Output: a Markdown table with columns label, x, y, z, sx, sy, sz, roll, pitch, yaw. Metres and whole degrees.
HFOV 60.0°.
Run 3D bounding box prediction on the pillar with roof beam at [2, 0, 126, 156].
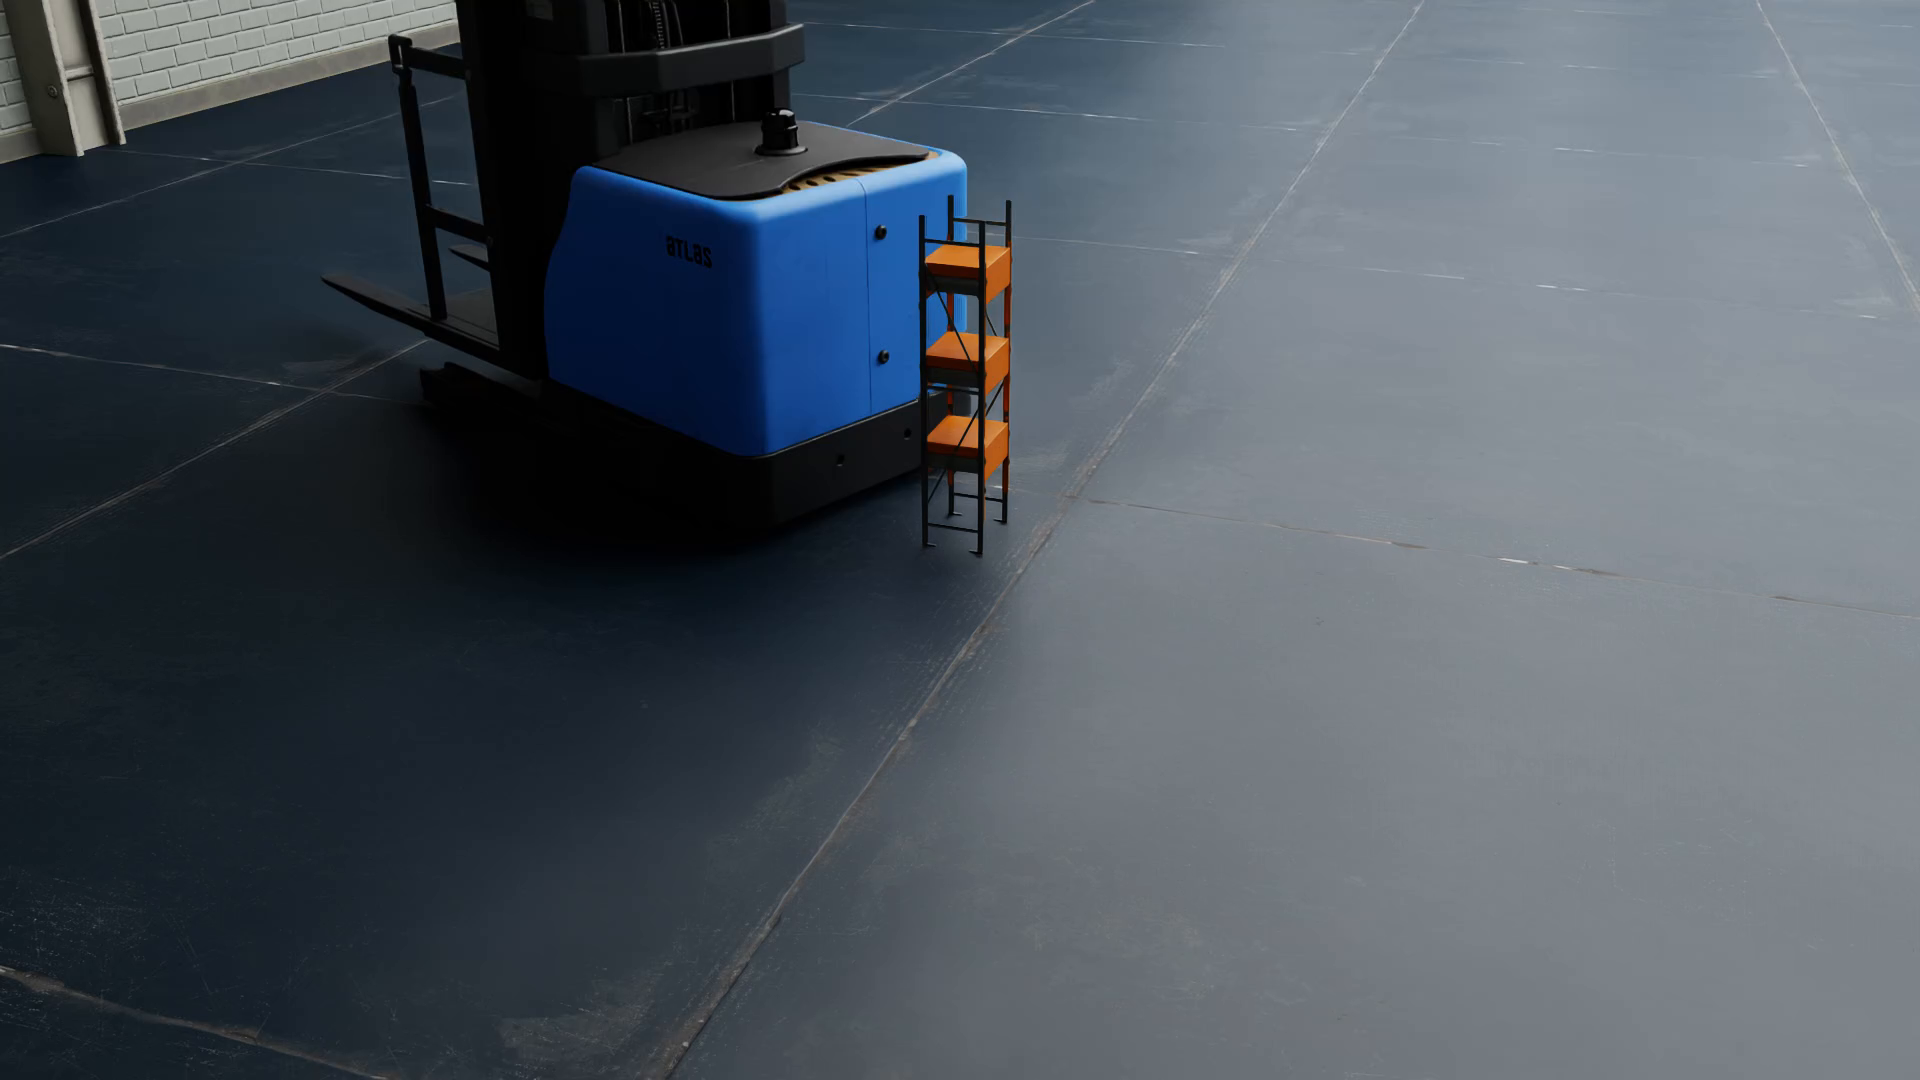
| label | x | y | z | sx | sy | sz | roll | pitch | yaw |
| --- | --- | --- | --- | --- | --- | --- | --- | --- | --- |
| pillar with roof beam | -1.341 | -5.842 | 6.990 | 9.100 | 9.000 | 0.400 | 9 | 27 | 17 |

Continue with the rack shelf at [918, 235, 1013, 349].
| label | x | y | z | sx | sy | sz | roll | pitch | yaw |
| --- | --- | --- | --- | --- | --- | --- | --- | --- | --- |
| rack shelf | 0.018 | -0.740 | 4.948 | 0.215 | 0.259 | 0.240 | 9 | 27 | 17 |

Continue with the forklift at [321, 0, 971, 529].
| label | x | y | z | sx | sy | sz | roll | pitch | yaw |
| --- | --- | --- | --- | --- | --- | --- | --- | --- | --- |
| forklift | -1.378 | -1.887 | 5.785 | 3.031 | 2.935 | 1.130 | 22 | 34 | 38 |

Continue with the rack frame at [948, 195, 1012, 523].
| label | x | y | z | sx | sy | sz | roll | pitch | yaw |
| --- | --- | --- | --- | --- | --- | --- | --- | --- | --- |
| rack frame | 0.058 | -0.545 | 5.170 | 0.200 | 1.050 | 0.008 | 9 | 27 | 17 |

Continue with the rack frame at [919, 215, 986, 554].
| label | x | y | z | sx | sy | sz | roll | pitch | yaw |
| --- | --- | --- | --- | --- | --- | --- | --- | --- | --- |
| rack frame | -0.023 | -0.444 | 4.963 | 0.200 | 1.050 | 0.008 | 9 | 27 | 17 |

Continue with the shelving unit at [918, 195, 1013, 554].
| label | x | y | z | sx | sy | sz | roll | pitch | yaw |
| --- | --- | --- | --- | --- | --- | --- | --- | --- | --- |
| shelving unit | 0.018 | -0.495 | 5.067 | 0.215 | 1.050 | 0.252 | 9 | 27 | 17 |

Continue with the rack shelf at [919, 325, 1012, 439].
| label | x | y | z | sx | sy | sz | roll | pitch | yaw |
| --- | --- | --- | --- | --- | --- | --- | --- | --- | --- |
| rack shelf | 0.018 | -0.485 | 5.071 | 0.215 | 0.259 | 0.240 | 9 | 27 | 17 |

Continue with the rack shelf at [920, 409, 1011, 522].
| label | x | y | z | sx | sy | sz | roll | pitch | yaw |
| --- | --- | --- | --- | --- | --- | --- | --- | --- | --- |
| rack shelf | 0.018 | -0.235 | 5.192 | 0.215 | 0.259 | 0.240 | 9 | 27 | 17 |
